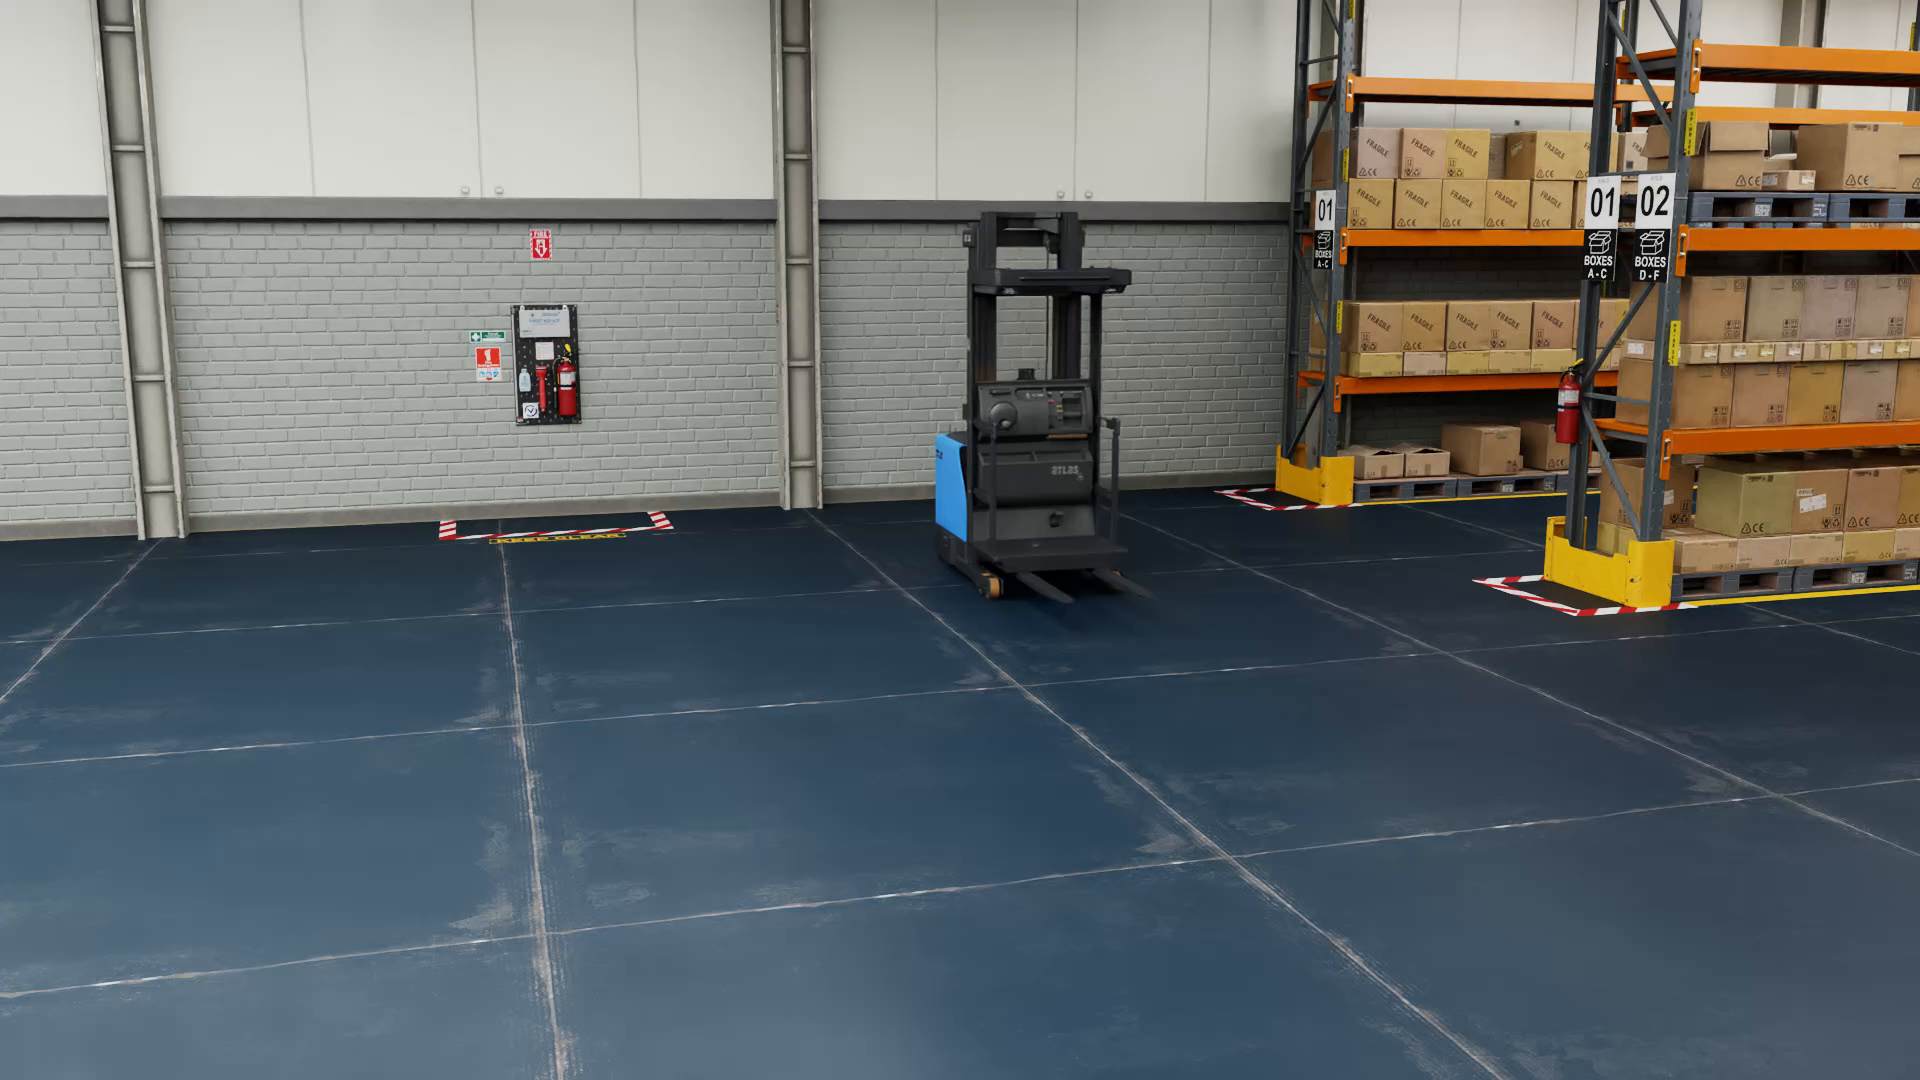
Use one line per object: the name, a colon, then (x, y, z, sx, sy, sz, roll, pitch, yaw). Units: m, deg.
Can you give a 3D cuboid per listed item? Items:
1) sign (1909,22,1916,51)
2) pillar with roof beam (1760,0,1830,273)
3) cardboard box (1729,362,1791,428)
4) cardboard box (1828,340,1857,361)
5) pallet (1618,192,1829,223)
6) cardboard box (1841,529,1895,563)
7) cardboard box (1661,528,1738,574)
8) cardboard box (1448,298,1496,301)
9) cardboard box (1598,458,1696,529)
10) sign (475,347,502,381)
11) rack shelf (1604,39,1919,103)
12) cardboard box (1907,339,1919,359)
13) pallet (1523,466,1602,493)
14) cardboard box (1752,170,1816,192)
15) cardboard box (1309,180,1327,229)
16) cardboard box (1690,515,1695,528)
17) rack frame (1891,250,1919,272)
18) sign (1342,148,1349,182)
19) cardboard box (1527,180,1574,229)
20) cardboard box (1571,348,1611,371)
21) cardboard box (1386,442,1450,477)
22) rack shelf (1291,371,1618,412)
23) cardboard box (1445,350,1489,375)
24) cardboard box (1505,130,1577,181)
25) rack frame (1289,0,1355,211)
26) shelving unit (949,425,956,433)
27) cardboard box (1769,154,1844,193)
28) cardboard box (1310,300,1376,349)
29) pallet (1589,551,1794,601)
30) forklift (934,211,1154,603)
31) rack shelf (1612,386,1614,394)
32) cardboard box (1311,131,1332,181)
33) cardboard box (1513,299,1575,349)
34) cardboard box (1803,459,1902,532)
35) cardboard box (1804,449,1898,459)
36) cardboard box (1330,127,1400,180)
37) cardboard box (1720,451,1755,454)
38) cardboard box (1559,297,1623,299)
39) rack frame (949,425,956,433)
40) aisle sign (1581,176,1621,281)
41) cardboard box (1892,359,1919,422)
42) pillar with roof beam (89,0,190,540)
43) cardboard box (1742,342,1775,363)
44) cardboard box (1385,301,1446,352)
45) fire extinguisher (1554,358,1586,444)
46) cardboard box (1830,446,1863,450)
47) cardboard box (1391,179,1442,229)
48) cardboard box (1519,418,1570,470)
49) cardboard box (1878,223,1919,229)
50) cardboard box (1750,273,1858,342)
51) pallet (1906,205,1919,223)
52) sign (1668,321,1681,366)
sign: (11.221, -5.924, 19.557, 0.005, 0.325, 0.100, -3, 11, -16)
pillar with roof beam: (11.092, -4.627, 15.527, 0.400, 9.000, 9.100, -3, 11, -16)
cardboard box: (6.041, -1.172, 13.056, 0.500, 0.500, 0.700, -3, 11, -14)
cardboard box: (6.759, -1.490, 12.993, 0.250, 0.149, 0.380, -3, 11, -17)
pallet: (5.772, -2.537, 12.707, 1.213, 0.211, 1.003, -3, 11, -16)
cardboard box: (7.104, 0.007, 13.359, 0.500, 0.250, 0.500, -3, 11, -16)
cardboard box: (5.663, 0.083, 12.949, 0.500, 0.250, 0.500, -3, 11, -16)
cardboard box: (5.556, -2.377, 18.165, 0.500, 0.500, 0.500, -3, 11, -15)
cardboard box: (5.518, -0.376, 13.372, 0.500, 0.500, 0.500, -3, 11, -16)
sign: (-4.576, -1.706, 16.136, 0.234, 0.329, 0.001, -3, 11, -16)
rack shelf: (7.006, -3.575, 12.908, 4.000, 0.370, 1.077, -3, 11, -16)
cardboard box: (7.506, -1.530, 13.207, 0.250, 0.149, 0.380, -3, 11, -14)
pallet: (6.904, -0.726, 18.611, 1.213, 0.211, 1.003, -3, 11, -16)
cardboard box: (6.265, -2.730, 12.658, 0.250, 0.149, 0.380, -3, 11, -16)
cardboard box: (4.028, -3.535, 17.548, 0.500, 0.500, 0.500, -2, 11, -12)
cardboard box: (5.995, -0.034, 13.586, 0.500, 0.250, 0.500, -3, 11, -16)
rack frame: (11.379, -2.340, 19.676, 0.127, 3.000, 1.000, -3, 11, -16)
sign: (3.850, -3.746, 16.614, 0.005, 0.325, 0.100, -3, 11, -16)
cardboard box: (6.112, -3.545, 17.607, 0.500, 0.500, 0.500, -3, 11, -18)
cardboard box: (6.688, -1.973, 18.043, 0.500, 0.250, 0.500, -3, 11, -16)
cardboard box: (4.935, -0.877, 17.942, 0.500, 0.311, 0.500, -2, 11, -11)
rack shelf: (5.618, -1.683, 18.092, 4.000, 0.370, 1.077, -3, 11, -16)
cardboard box: (5.241, -1.894, 17.614, 0.500, 0.250, 0.500, -3, 11, -17)
cardboard box: (6.112, -4.033, 17.496, 0.500, 0.500, 0.500, -3, 11, -18)
rack frame: (3.698, -4.886, 16.934, 0.127, 3.000, 1.000, -3, 11, -16)
shelving unit: (0.051, -0.519, 15.170, 0.252, 1.050, 0.215, -3, 11, -16)
cardboard box: (6.652, -2.913, 13.204, 0.500, 0.311, 0.500, -2, 11, -9)
cardboard box: (4.091, -2.301, 17.751, 0.500, 0.500, 0.500, -3, 11, -17)
pallet: (5.809, 0.251, 13.302, 1.213, 0.211, 1.003, -3, 11, -16)
forklift: (0.656, -1.066, 12.948, 1.130, 2.935, 3.031, -3, 11, -15)
rack shelf: (9.459, -1.885, 19.191, 4.000, 0.370, 1.077, -3, 11, -16)
cardboard box: (4.039, -4.028, 17.469, 0.500, 0.500, 0.500, -3, 11, -13)
cardboard box: (6.207, -2.315, 17.827, 0.500, 0.500, 0.500, -3, 11, -18)
cardboard box: (7.104, -0.361, 13.290, 0.500, 0.500, 0.500, -3, 11, -16)
cardboard box: (7.434, -0.480, 13.936, 0.500, 0.500, 0.500, -3, 11, -16)
cardboard box: (4.136, -3.938, 16.981, 0.500, 0.500, 0.500, -4, 11, -20)
cardboard box: (8.723, -1.200, 19.170, 0.500, 0.500, 0.700, -3, 11, -17)
cardboard box: (7.029, -2.455, 18.588, 0.500, 0.500, 0.500, -3, 11, -17)
rack frame: (-0.066, -0.513, 15.136, 0.008, 1.050, 0.200, -3, 11, -16)
aisle sign: (4.941, -2.400, 12.824, 0.004, 0.787, 0.394, -3, 11, -16)
cardboard box: (7.515, -1.250, 13.477, 0.500, 0.500, 0.700, -3, 11, -15)
pillar with roof beam: (-6.190, -3.716, 10.579, 0.400, 9.000, 9.100, -3, 11, -16)
cardboard box: (6.016, -1.451, 12.779, 0.250, 0.149, 0.380, -3, 11, -16)
cardboard box: (4.718, -2.235, 17.395, 0.500, 0.500, 0.500, -3, 11, -16)
fire extinguisher: (4.843, -1.111, 13.213, 0.183, 0.674, 0.296, -3, 11, -16)
cardboard box: (10.175, -1.276, 19.583, 0.500, 0.500, 0.700, -3, 11, -16)
cardboard box: (4.615, -3.464, 17.164, 0.500, 0.500, 0.500, -2, 11, -12)
cardboard box: (6.553, -1.065, 18.440, 0.500, 0.500, 0.500, -4, 11, -20)
cardboard box: (10.763, -3.698, 18.958, 0.500, 0.311, 0.500, -3, 11, -16)
cardboard box: (6.576, -1.839, 13.094, 0.500, 0.500, 0.700, -3, 11, -16)
pallet: (8.115, -2.661, 13.377, 1.213, 0.211, 1.003, -3, 11, -16)
sign: (5.236, -1.442, 12.189, 0.005, 0.325, 0.100, -3, 11, -16)
